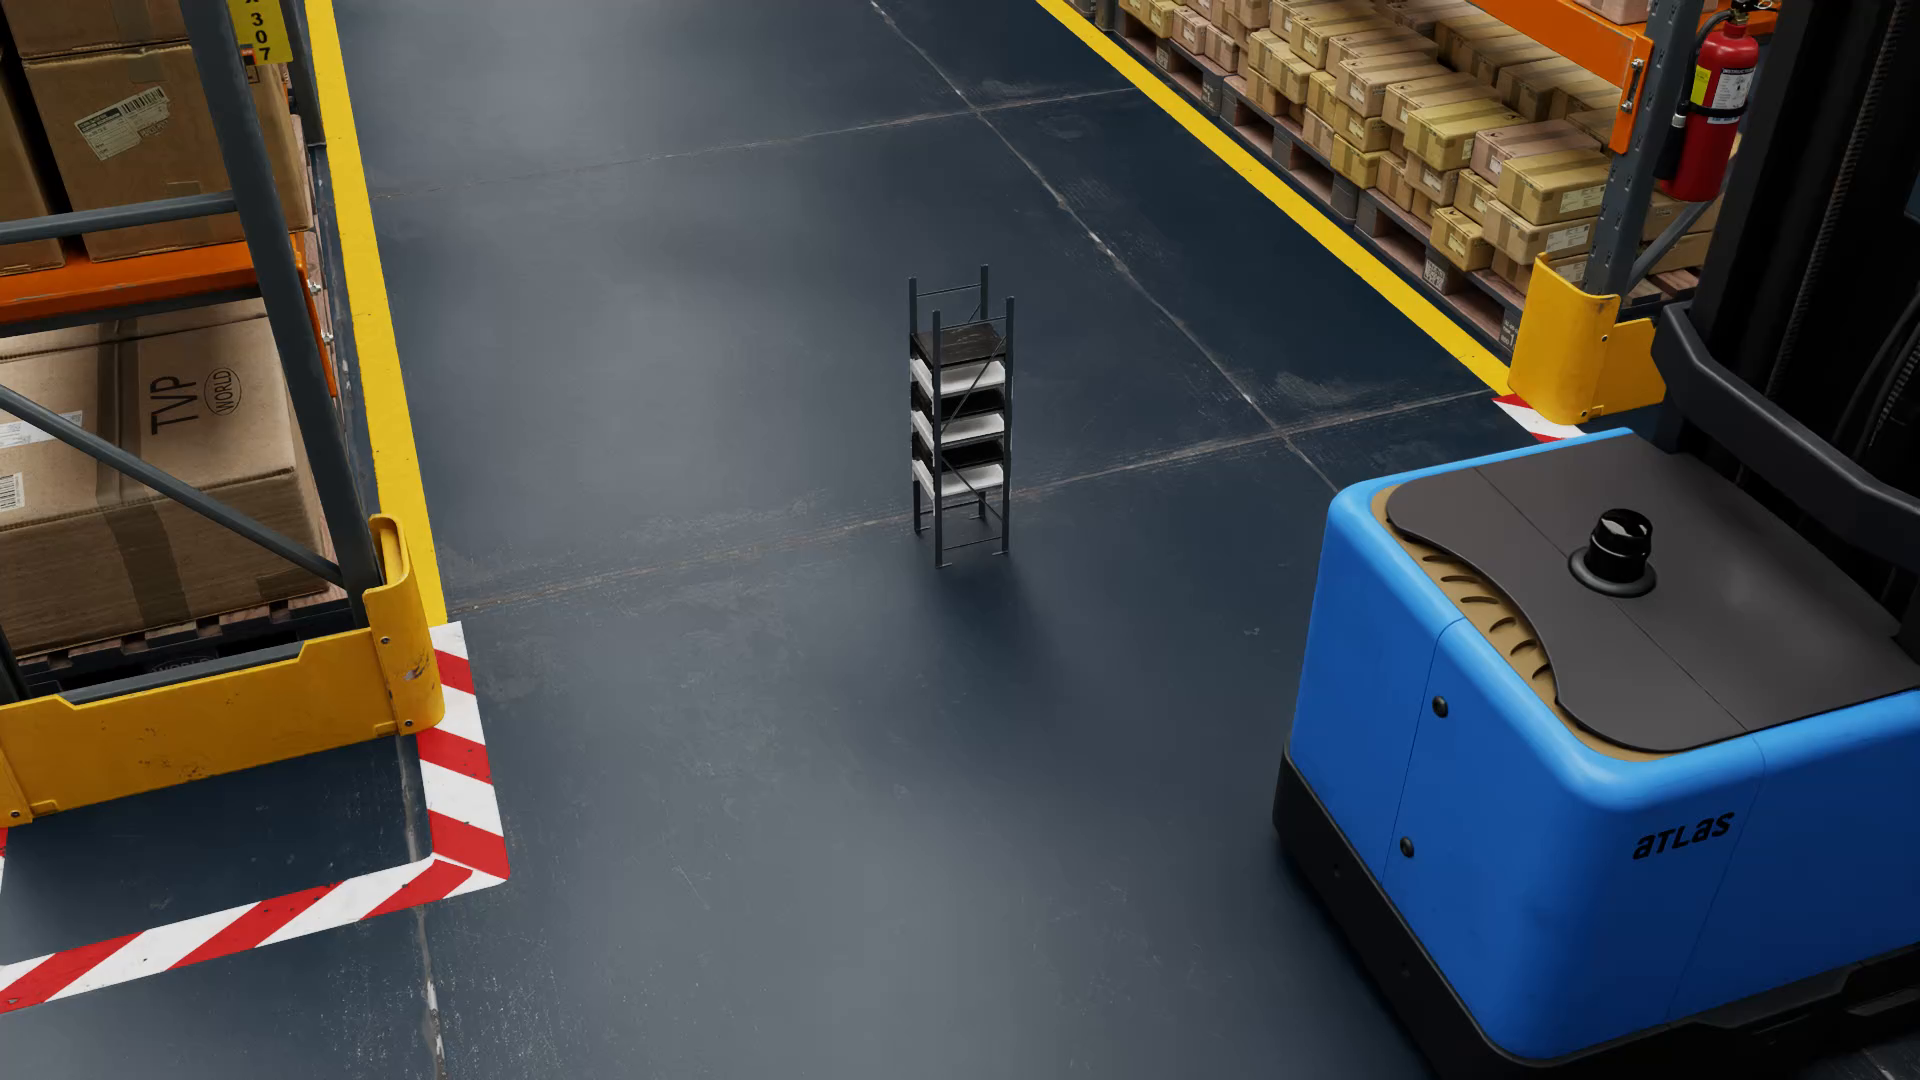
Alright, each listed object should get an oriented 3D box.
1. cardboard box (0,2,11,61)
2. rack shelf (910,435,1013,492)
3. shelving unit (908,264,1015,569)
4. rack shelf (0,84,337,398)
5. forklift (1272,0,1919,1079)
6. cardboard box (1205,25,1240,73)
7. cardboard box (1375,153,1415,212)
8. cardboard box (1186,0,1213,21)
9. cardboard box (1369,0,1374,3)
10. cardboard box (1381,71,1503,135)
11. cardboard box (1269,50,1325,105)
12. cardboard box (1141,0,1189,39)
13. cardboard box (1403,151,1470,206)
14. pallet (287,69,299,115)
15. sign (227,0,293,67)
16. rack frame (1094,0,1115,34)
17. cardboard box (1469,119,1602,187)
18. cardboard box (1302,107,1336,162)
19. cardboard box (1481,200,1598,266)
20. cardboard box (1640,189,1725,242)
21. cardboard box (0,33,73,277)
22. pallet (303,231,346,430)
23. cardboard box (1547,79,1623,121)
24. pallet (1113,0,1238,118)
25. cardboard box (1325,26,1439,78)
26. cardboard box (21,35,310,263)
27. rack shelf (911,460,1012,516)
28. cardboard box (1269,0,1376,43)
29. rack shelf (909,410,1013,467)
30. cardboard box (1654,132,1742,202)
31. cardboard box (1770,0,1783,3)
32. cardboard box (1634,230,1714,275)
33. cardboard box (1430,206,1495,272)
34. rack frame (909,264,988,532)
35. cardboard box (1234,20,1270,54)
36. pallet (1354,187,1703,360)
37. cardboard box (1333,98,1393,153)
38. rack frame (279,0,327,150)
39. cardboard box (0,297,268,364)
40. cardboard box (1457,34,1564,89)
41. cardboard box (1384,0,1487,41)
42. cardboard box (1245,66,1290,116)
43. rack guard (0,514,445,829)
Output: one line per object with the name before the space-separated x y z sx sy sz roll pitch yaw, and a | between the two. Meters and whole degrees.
cardboard box | -2.415 -1.340 3.621 0.500 0.500 0.500 -11 38 -14
rack shelf | 0.003 -0.256 5.047 0.258 0.077 0.200 -12 39 -16
shelving unit | 0.003 -0.355 4.973 0.258 0.900 0.210 -12 39 -16
rack shelf | -2.714 -1.520 5.373 1.077 0.370 4.000 -12 39 -16
forklift | 2.362 -0.441 3.400 3.031 2.935 1.130 -12 39 -15
cardboard box | 1.394 -2.363 7.914 0.380 0.149 0.250 -13 39 -17
cardboard box | 1.919 -1.471 6.730 0.380 0.149 0.250 -12 39 -15
cardboard box | 1.324 -2.641 8.037 0.380 0.149 0.250 -13 39 -16
cardboard box | 1.991 -2.567 7.690 0.380 0.149 0.250 -14 39 -18
cardboard box | 1.897 -1.706 6.548 0.380 0.149 0.250 -14 39 -18
cardboard box | 1.575 -2.028 7.222 0.380 0.149 0.250 -12 39 -15
cardboard box | 1.126 -2.626 8.263 0.380 0.149 0.250 -11 38 -15
cardboard box | 1.957 -1.439 6.441 0.380 0.149 0.250 -14 39 -18
pallet | -3.739 -2.244 8.053 1.003 0.211 1.213 -12 39 -16
sign | -1.503 -1.166 3.520 0.100 0.325 0.005 -12 39 -16
rack frame | 1.211 -4.019 8.093 1.000 3.000 0.127 -12 39 -16
cardboard box | 2.135 -1.426 6.177 0.380 0.149 0.250 -12 39 -15
cardboard box | 1.698 -1.760 7.115 0.380 0.149 0.250 -12 39 -15
cardboard box | 2.138 -1.146 6.052 0.380 0.149 0.250 -13 39 -17
cardboard box | 2.648 -1.256 6.198 0.380 0.149 0.250 -11 38 -14
cardboard box | -2.440 -0.935 3.915 0.500 0.500 0.500 -12 39 -16
pallet | -2.790 -0.687 5.987 1.003 0.211 1.213 -12 39 -16
cardboard box | 2.552 -1.692 6.529 0.380 0.149 0.250 -13 39 -16
pallet | 1.475 -2.533 8.438 1.003 0.211 1.213 -12 39 -16
cardboard box | 1.765 -2.018 6.962 0.380 0.149 0.250 -14 39 -17
cardboard box | -1.921 -1.048 4.065 0.500 0.500 0.500 -13 39 -16
rack shelf | 0.003 -0.184 5.102 0.258 0.077 0.200 -12 39 -16
cardboard box | 1.600 -2.308 7.346 0.380 0.149 0.250 -14 39 -18
rack shelf | 0.003 -0.328 4.993 0.258 0.077 0.200 -12 39 -16
cardboard box | 2.726 -1.392 6.131 0.380 0.149 0.250 -14 39 -18
cardboard box | 2.783 -1.910 5.501 0.380 0.149 0.250 -13 39 -16
cardboard box | 2.707 -1.151 6.305 0.380 0.149 0.250 -12 39 -15
cardboard box | 2.027 -1.167 6.327 0.380 0.149 0.250 -11 38 -15
rack frame | -0.032 -0.412 5.049 0.240 0.900 0.006 -12 39 -16
cardboard box | 1.487 -2.328 7.621 0.380 0.149 0.250 -11 38 -14
pallet | 2.315 -1.155 6.608 1.003 0.211 1.213 -12 39 -16
cardboard box | 1.767 -1.729 6.826 0.380 0.149 0.250 -12 39 -15
rack frame | -3.402 -2.937 6.656 1.000 3.000 0.127 -12 39 -16
cardboard box | -2.670 -0.689 5.452 0.875 0.438 0.875 -11 38 -15
cardboard box | 2.302 -1.974 6.903 0.380 0.149 0.250 -11 38 -14
cardboard box | 2.078 -2.254 7.275 0.380 0.149 0.250 -12 39 -16
cardboard box | 1.519 -2.051 7.501 0.380 0.149 0.250 -13 39 -17
rack guard | -2.017 0.335 4.390 1.175 0.500 0.348 -12 39 -16
